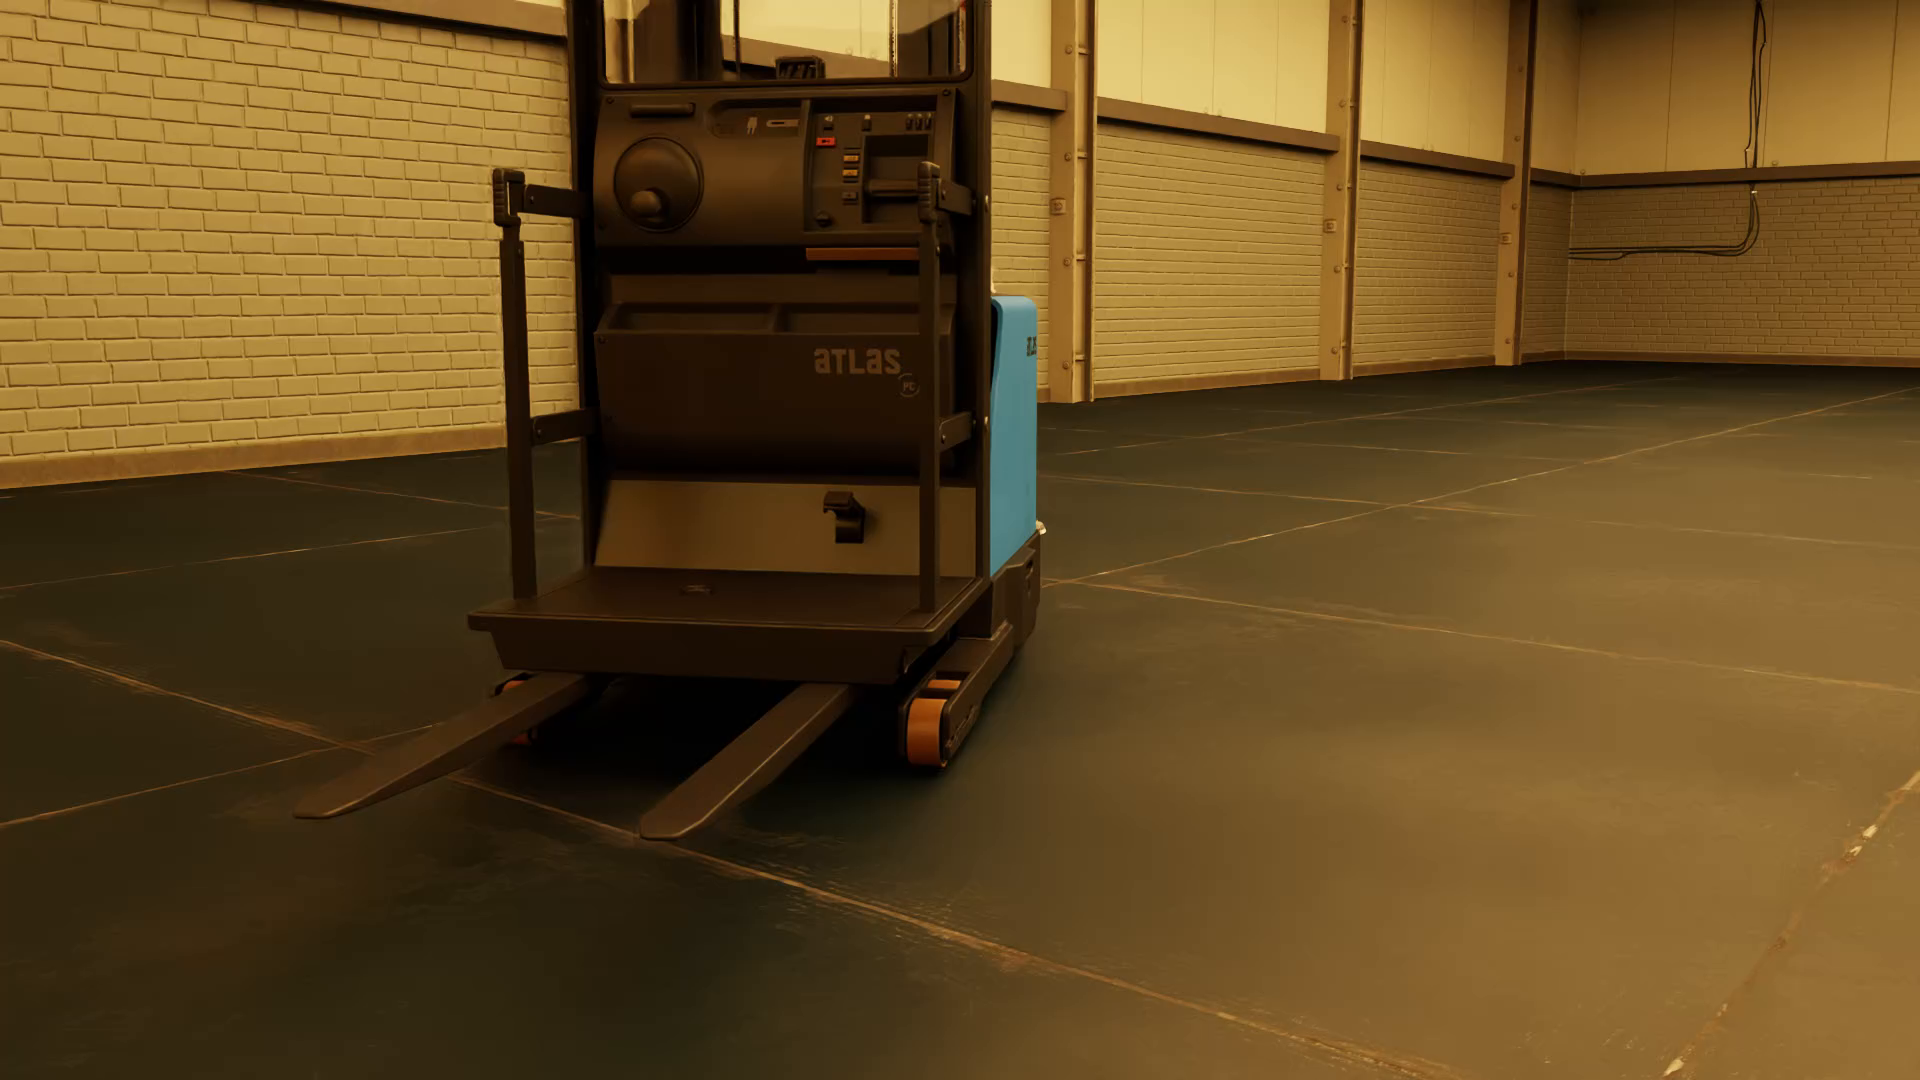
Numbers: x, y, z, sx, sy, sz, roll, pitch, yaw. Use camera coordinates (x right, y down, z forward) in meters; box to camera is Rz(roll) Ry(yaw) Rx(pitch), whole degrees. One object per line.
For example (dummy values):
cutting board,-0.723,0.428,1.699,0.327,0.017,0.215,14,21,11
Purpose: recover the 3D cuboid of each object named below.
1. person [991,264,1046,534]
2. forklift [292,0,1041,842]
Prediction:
person,0.058,-0.805,7.337,0.520,1.599,0.473,7,11,38
forklift,-0.508,-0.981,3.990,1.130,2.935,3.031,2,8,10
